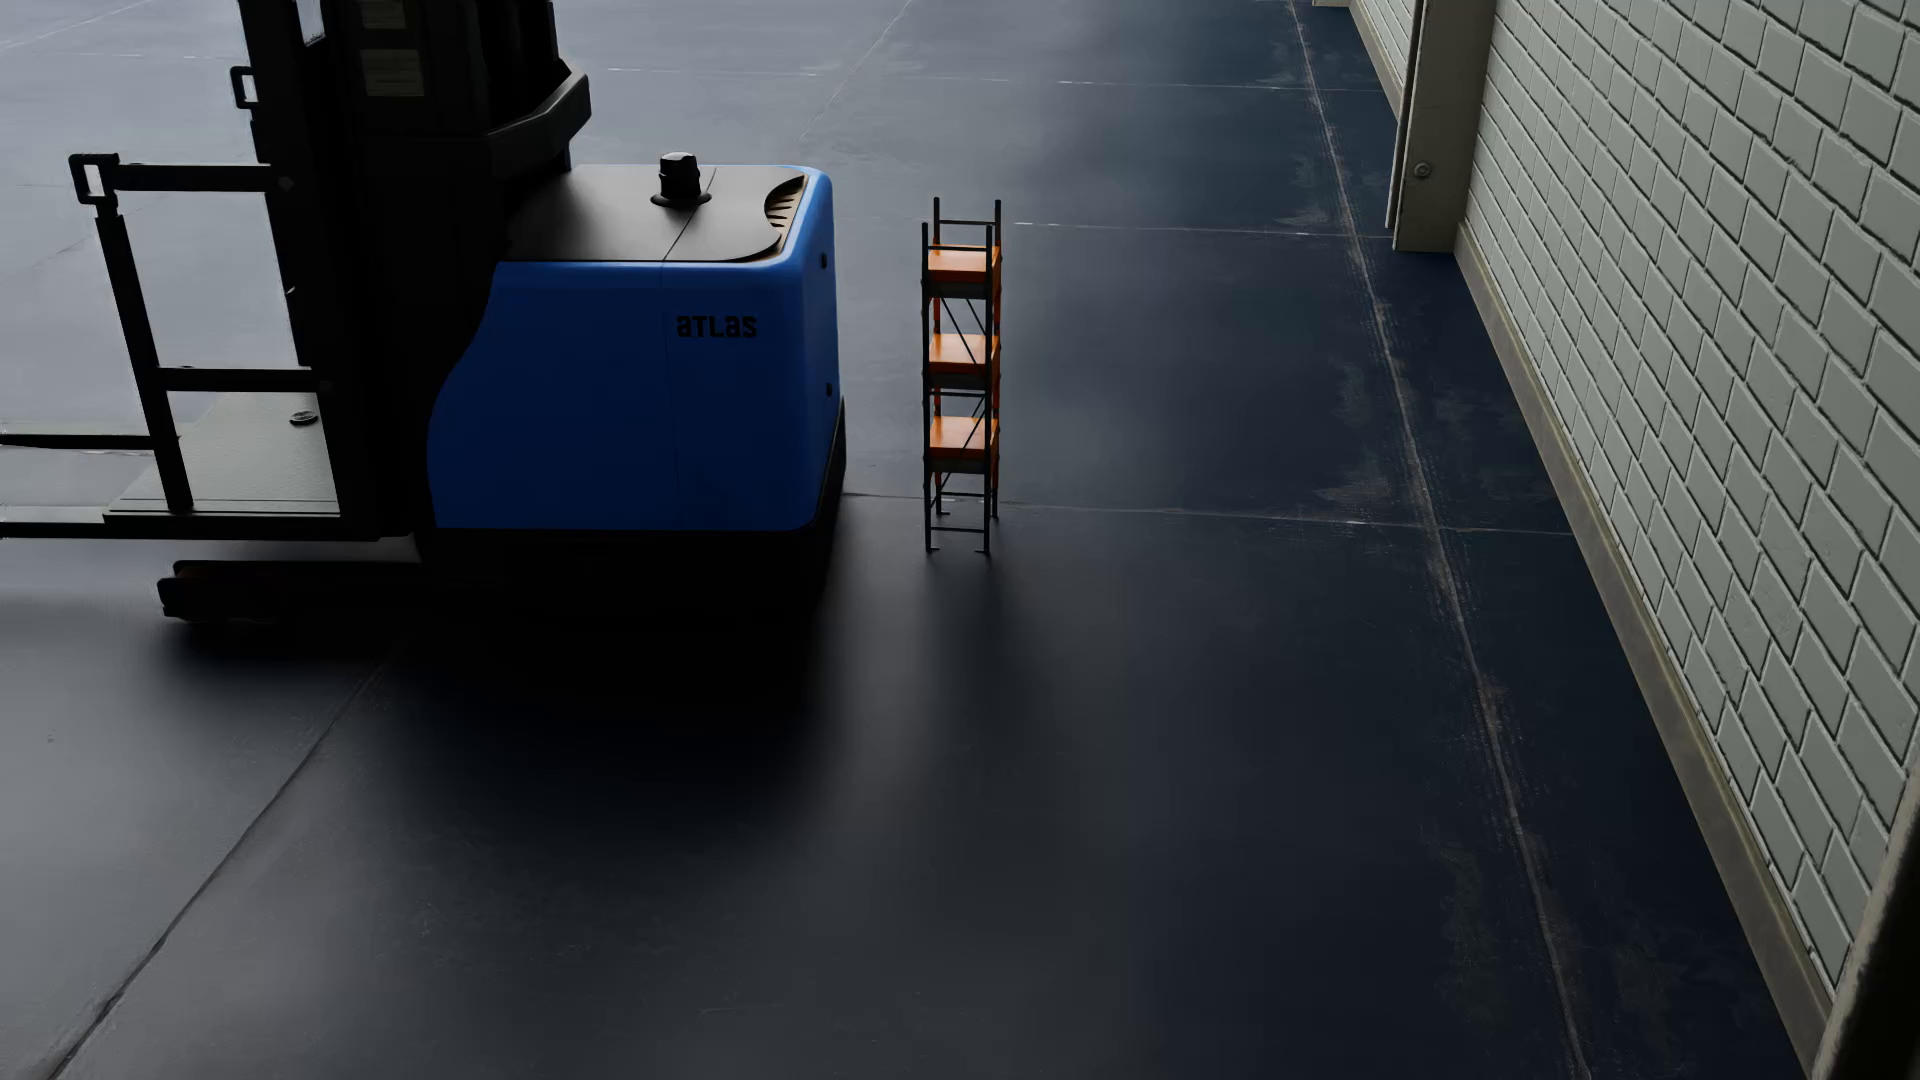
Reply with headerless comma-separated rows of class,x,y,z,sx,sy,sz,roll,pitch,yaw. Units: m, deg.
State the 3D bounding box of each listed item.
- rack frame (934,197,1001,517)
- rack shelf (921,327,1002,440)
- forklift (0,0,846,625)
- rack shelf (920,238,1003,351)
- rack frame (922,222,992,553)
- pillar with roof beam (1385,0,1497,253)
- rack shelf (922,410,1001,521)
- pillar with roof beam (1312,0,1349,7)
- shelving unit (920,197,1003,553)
rack frame,0.021,-0.545,5.154,0.200,1.050,0.008,3,28,6
rack shelf,0.007,-0.478,5.053,0.215,0.259,0.240,3,28,6
forklift,-1.906,-1.296,4.566,3.031,2.935,1.130,1,28,1
rack shelf,0.006,-0.728,4.918,0.215,0.259,0.240,3,28,6
rack frame,-0.008,-0.430,4.941,0.200,1.050,0.008,3,28,6
pillar with roof beam,-2.071,-5.648,6.246,9.100,9.000,0.400,3,28,6
rack shelf,0.007,-0.233,5.185,0.215,0.259,0.240,3,28,6
pillar with roof beam,-1.335,-8.472,11.488,9.100,9.000,0.400,3,28,6
shelving unit,0.007,-0.487,5.048,0.215,1.050,0.252,3,28,6
